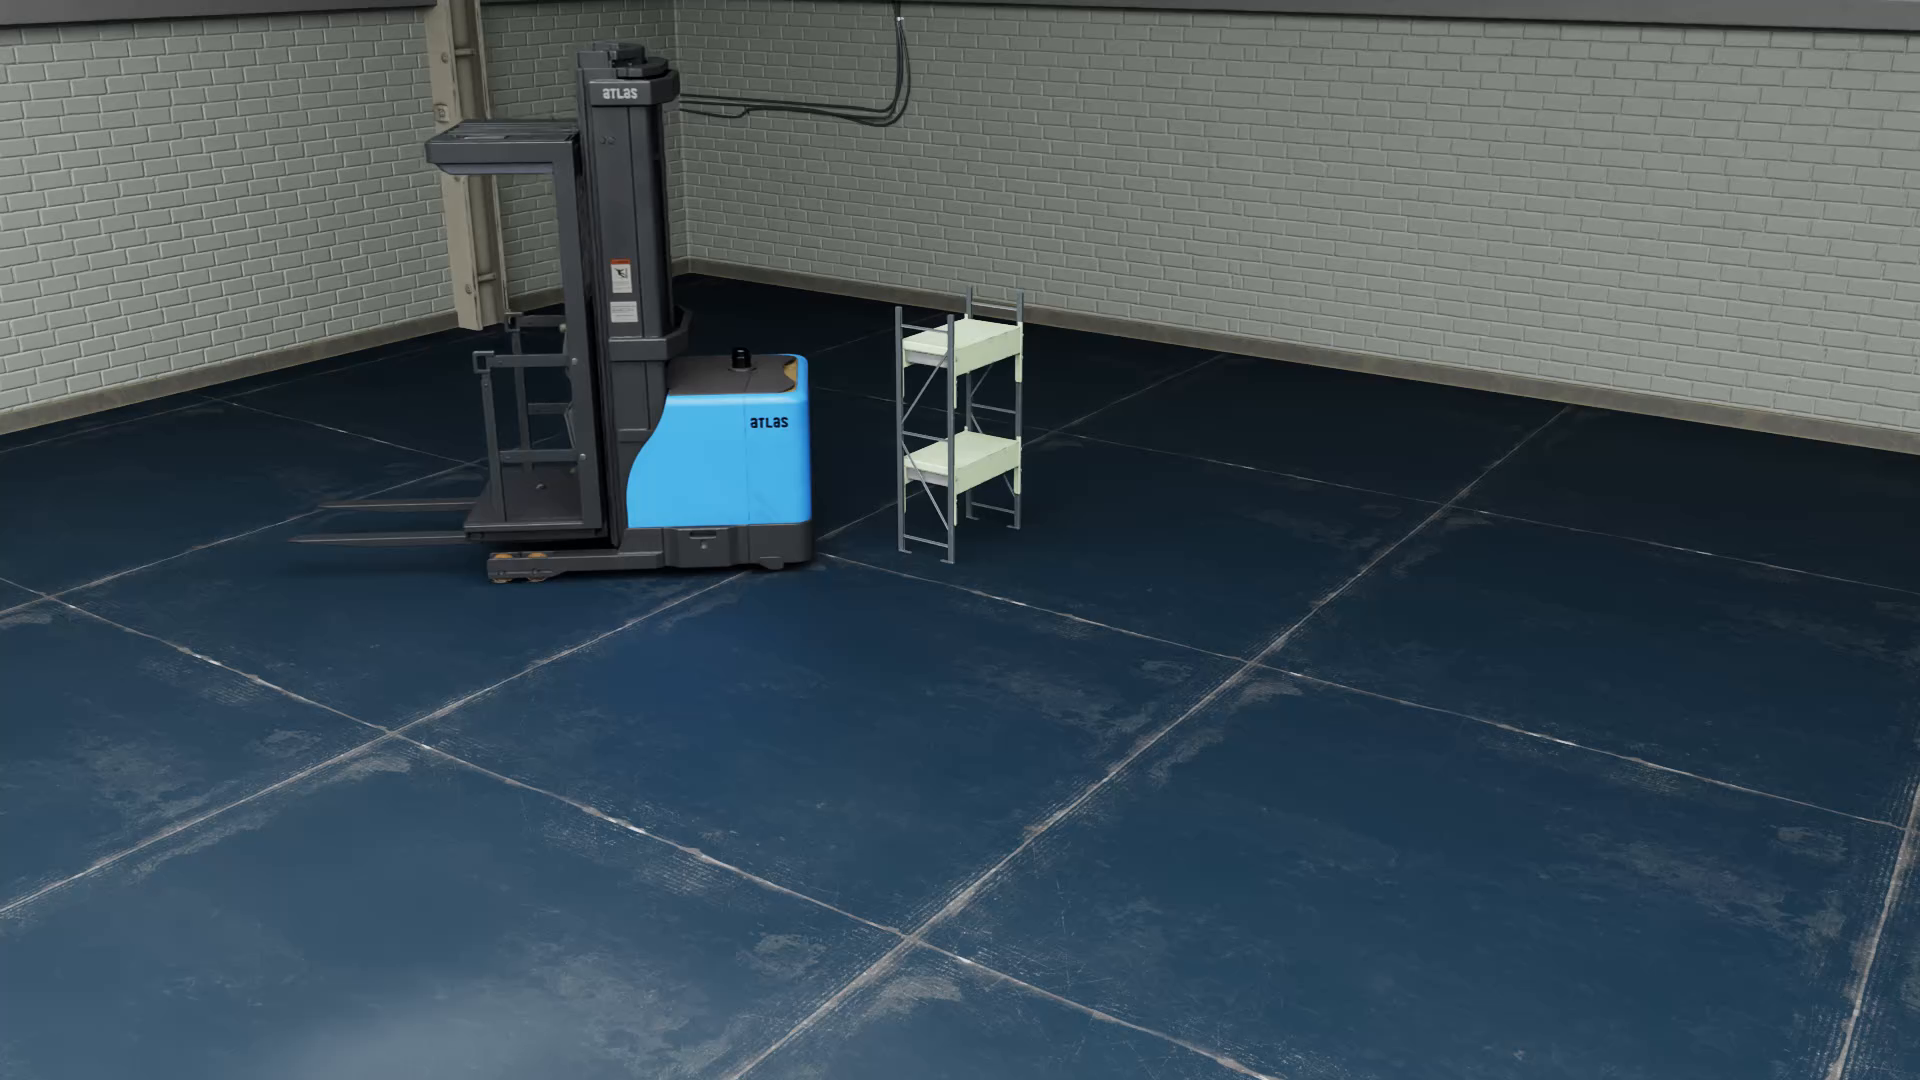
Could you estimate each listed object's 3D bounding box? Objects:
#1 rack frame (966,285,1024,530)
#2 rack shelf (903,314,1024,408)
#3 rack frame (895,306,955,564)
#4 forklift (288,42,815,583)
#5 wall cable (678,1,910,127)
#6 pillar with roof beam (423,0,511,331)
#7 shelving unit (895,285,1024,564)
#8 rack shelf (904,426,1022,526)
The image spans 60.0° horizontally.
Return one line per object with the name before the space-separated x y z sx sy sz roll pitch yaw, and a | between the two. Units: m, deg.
rack frame | 0.209 -0.810 10.294 0.400 1.500 0.023 13 24 32
rack shelf | 0.004 -1.071 9.875 0.431 0.370 0.720 13 24 32
rack frame | -0.202 -0.600 9.726 0.400 1.500 0.023 13 24 32
forklift | -2.400 -1.318 9.602 3.031 2.935 1.130 -2 20 -4
wall cable | -1.772 -5.398 16.362 3.097 2.526 0.112 13 24 32
pillar with roof beam | -0.962 -5.427 11.966 9.100 9.000 0.400 13 24 32
shelving unit | 0.004 -0.705 10.010 0.431 1.500 0.755 13 24 32
rack shelf | 0.004 -0.400 10.123 0.431 0.370 0.720 13 24 32
